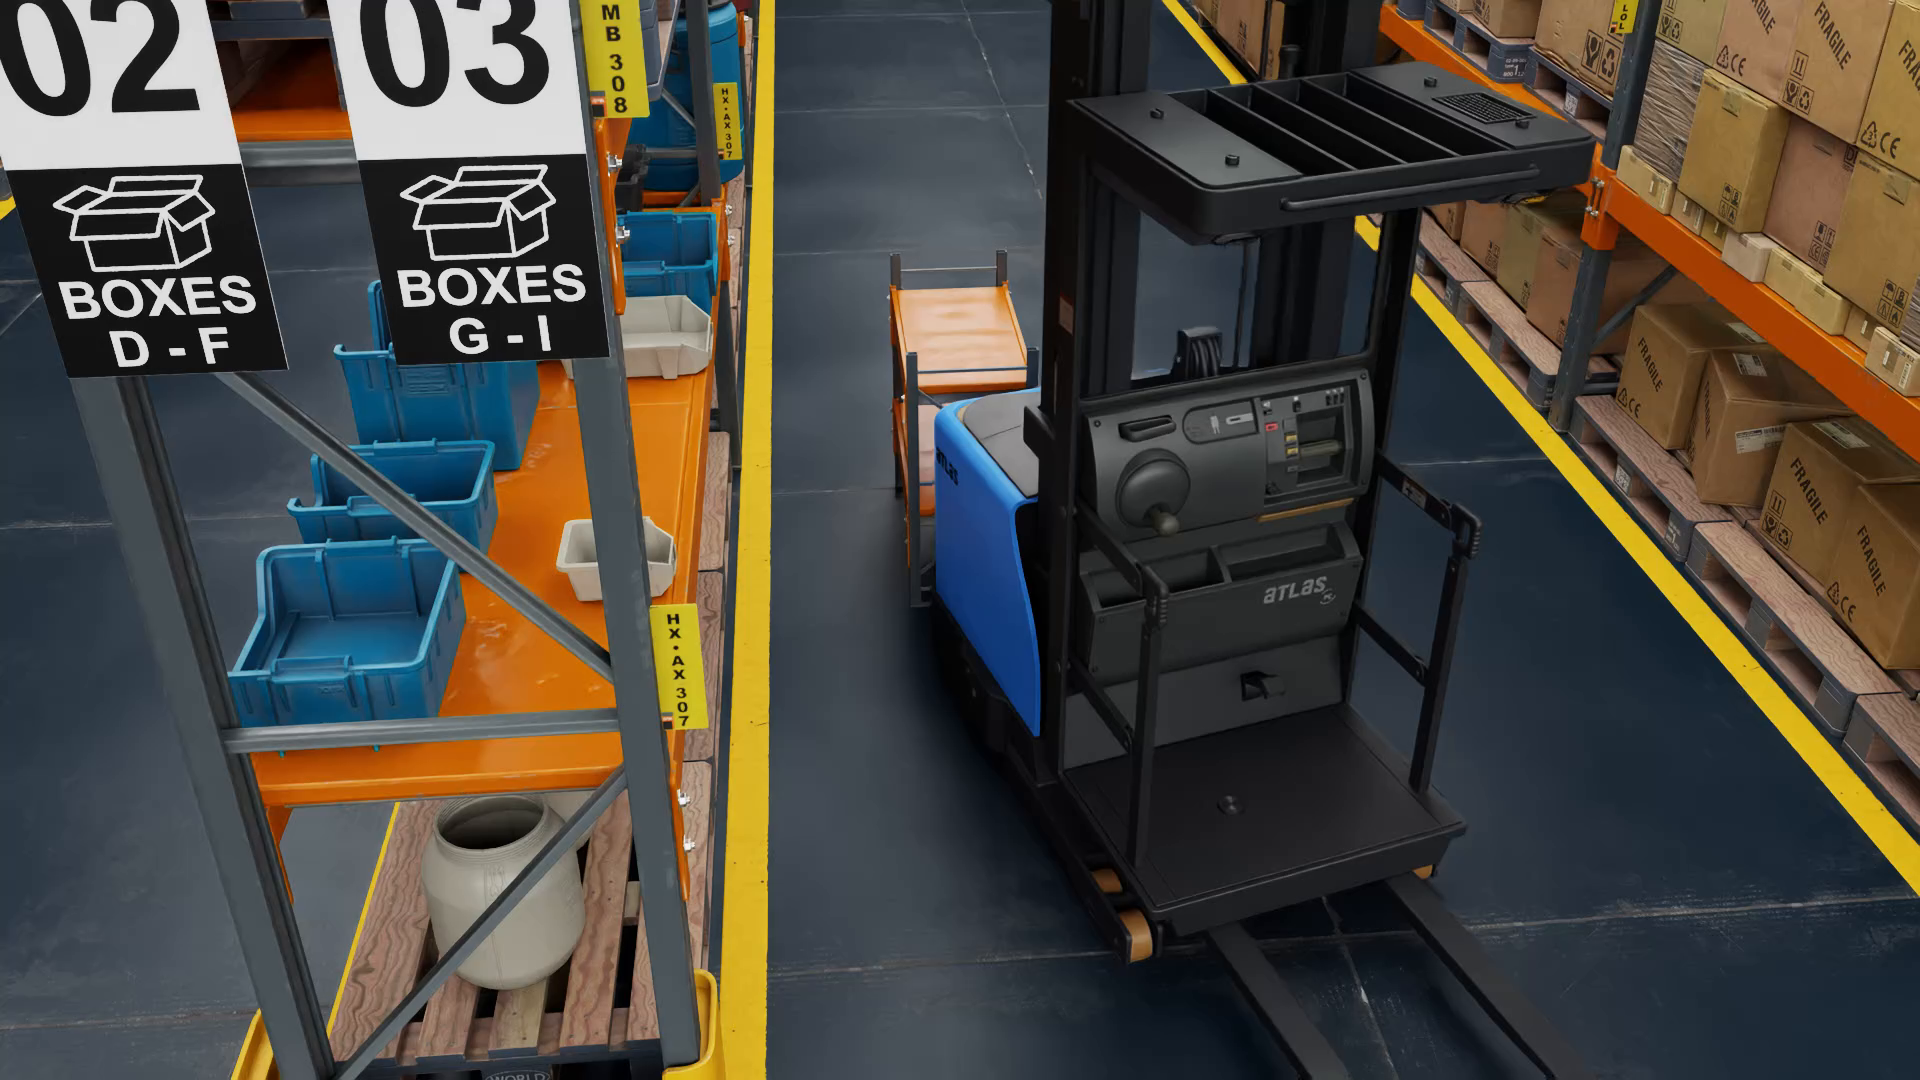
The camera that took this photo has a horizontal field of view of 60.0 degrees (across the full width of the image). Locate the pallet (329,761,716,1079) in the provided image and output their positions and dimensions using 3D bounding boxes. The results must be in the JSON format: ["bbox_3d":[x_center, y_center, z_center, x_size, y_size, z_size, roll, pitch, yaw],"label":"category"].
[{"bbox_3d":[-1.278,1.166,5.093,1.003,0.211,1.213,-3,31,-5],"label":"pallet"}]

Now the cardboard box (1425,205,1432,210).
[{"bbox_3d":[3.177,-2.394,10.341,0.700,0.500,0.500,-5,31,-9],"label":"cardboard box"}]

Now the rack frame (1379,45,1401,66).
[{"bbox_3d":[3.030,-3.902,10.857,1.000,3.000,0.127,-3,31,-5],"label":"rack frame"}]

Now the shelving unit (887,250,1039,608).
[{"bbox_3d":[-0.001,-0.486,6.967,0.538,1.125,1.048,-3,31,-5],"label":"shelving unit"}]

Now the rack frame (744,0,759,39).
[{"bbox_3d":[-2.275,-5.707,13.879,1.000,3.000,0.127,-3,31,-5],"label":"rack frame"}]

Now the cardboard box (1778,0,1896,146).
[{"bbox_3d":[3.287,-1.707,5.820,0.500,0.500,0.500,-3,31,-5],"label":"cardboard box"}]

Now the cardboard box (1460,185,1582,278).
[{"bbox_3d":[3.289,-1.820,9.380,0.700,0.500,0.500,-5,31,-9],"label":"cardboard box"}]

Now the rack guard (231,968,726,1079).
[{"bbox_3d":[-1.208,1.457,4.324,1.175,0.500,0.348,-3,31,-5],"label":"rack guard"}]

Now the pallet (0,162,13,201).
[{"bbox_3d":[-6.865,-2.615,11.422,1.003,0.211,1.213,-3,31,-5],"label":"pallet"}]

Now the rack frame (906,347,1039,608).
[{"bbox_3d":[0.047,-0.227,6.533,0.500,1.125,0.032,-3,31,-5],"label":"rack frame"}]

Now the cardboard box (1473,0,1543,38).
[{"bbox_3d":[3.150,-2.965,8.778,0.797,0.503,0.637,0,31,0],"label":"cardboard box"}]

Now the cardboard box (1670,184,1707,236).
[{"bbox_3d":[3.186,-1.373,6.868,0.380,0.149,0.250,-3,31,-5],"label":"cardboard box"}]

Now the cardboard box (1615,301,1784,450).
[{"bbox_3d":[3.401,-0.760,7.626,0.500,0.500,0.500,-4,31,-6],"label":"cardboard box"}]

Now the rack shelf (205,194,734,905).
[{"bbox_3d":[-1.341,-0.292,5.516,1.077,0.370,4.000,-3,31,-5],"label":"rack shelf"}]

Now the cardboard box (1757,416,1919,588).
[{"bbox_3d":[3.599,-0.155,6.613,0.500,0.500,0.500,-5,31,-9],"label":"cardboard box"}]

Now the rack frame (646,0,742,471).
[{"bbox_3d":[-1.527,-1.622,7.041,1.000,3.000,0.127,-3,31,-5],"label":"rack frame"}]

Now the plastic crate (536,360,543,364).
[{"bbox_3d":[-1.682,-0.825,5.912,0.450,0.188,0.662,-3,31,-5],"label":"plastic crate"}]

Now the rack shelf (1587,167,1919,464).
[{"bbox_3d":[3.591,-0.530,5.913,1.077,0.370,4.000,-3,31,-5],"label":"rack shelf"}]

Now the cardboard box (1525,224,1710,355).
[{"bbox_3d":[3.368,-1.290,8.493,0.700,0.500,0.500,-5,31,-8],"label":"cardboard box"}]

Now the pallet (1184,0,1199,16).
[{"bbox_3d":[2.663,-5.139,15.647,1.003,0.211,1.213,-3,31,-5],"label":"pallet"}]

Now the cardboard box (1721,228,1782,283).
[{"bbox_3d":[3.201,-1.116,6.438,0.380,0.149,0.250,-3,31,-5],"label":"cardboard box"}]

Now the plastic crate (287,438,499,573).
[{"bbox_3d":[-1.553,-0.089,4.619,0.499,0.251,0.408,-3,31,-5],"label":"plastic crate"}]

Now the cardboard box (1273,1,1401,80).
[{"bbox_3d":[2.986,-3.523,11.886,1.225,0.875,0.875,-4,31,-7],"label":"cardboard box"}]

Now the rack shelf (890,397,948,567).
[{"bbox_3d":[-0.001,-0.276,7.093,0.538,0.278,1.000,-3,31,-5],"label":"rack shelf"}]

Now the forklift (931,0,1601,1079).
[{"bbox_3d":[0.889,-0.209,4.741,1.130,2.935,3.031,-11,33,-18],"label":"forklift"}]

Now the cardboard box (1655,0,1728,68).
[{"bbox_3d":[3.193,-2.217,6.675,0.500,0.500,0.500,-3,31,-5],"label":"cardboard box"}]

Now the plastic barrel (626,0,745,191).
[{"bbox_3d":[-1.262,-2.049,7.267,0.600,0.901,0.708,-3,31,-5],"label":"plastic barrel"}]

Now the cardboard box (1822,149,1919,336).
[{"bbox_3d":[3.549,-1.033,5.666,0.875,0.500,0.500,-3,31,-5],"label":"cardboard box"}]

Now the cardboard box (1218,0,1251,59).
[{"bbox_3d":[2.821,-4.430,13.404,1.225,0.875,0.875,-4,31,-6],"label":"cardboard box"}]

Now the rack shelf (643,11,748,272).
[{"bbox_3d":[-1.714,-2.334,8.935,1.077,0.370,4.000,-3,31,-5],"label":"rack shelf"}]

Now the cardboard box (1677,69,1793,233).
[{"bbox_3d":[3.396,-1.540,6.516,0.875,0.500,0.500,-3,31,-5],"label":"cardboard box"}]

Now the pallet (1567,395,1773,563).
[{"bbox_3d":[3.502,-0.321,7.582,1.003,0.211,1.213,-3,31,-5],"label":"pallet"}]

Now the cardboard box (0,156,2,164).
[{"bbox_3d":[-6.591,-2.791,11.006,0.500,0.500,0.500,-1,31,-2],"label":"cardboard box"}]

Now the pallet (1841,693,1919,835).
[{"bbox_3d":[3.730,0.925,5.496,1.003,0.211,1.213,-3,31,-5],"label":"pallet"}]

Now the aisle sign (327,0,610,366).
[{"bbox_3d":[-0.855,-0.673,2.917,0.394,0.787,0.004,-3,31,-5],"label":"aisle sign"}]

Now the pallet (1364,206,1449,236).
[{"bbox_3d":[3.102,-2.305,10.904,1.003,0.211,1.213,-3,31,-5],"label":"pallet"}]

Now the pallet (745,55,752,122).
[{"bbox_3d":[-2.127,-3.489,12.886,1.003,0.211,1.213,-3,31,-5],"label":"pallet"}]

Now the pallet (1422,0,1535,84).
[{"bbox_3d":[3.256,-2.811,9.217,1.003,0.211,1.213,-3,31,-5],"label":"pallet"}]

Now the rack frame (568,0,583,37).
[{"bbox_3d":[-1.154,-2.155,2.083,1.000,3.000,0.127,-3,31,-5],"label":"rack frame"}]

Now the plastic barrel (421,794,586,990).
[{"bbox_3d":[-1.291,0.975,4.708,0.421,0.512,0.421,0,31,0],"label":"plastic barrel"}]

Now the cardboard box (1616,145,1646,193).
[{"bbox_3d":[3.125,-1.627,7.294,0.380,0.149,0.250,-3,31,-5],"label":"cardboard box"}]

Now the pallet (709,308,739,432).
[{"bbox_3d":[-1.639,-0.824,8.424,1.003,0.211,1.213,-3,31,-5],"label":"pallet"}]

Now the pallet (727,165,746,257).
[{"bbox_3d":[-1.867,-2.070,10.509,1.003,0.211,1.213,-3,31,-5],"label":"pallet"}]

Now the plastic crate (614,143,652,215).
[{"bbox_3d":[-1.605,-1.322,6.599,0.767,0.338,0.504,-3,31,-5],"label":"plastic crate"}]

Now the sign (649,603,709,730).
[{"bbox_3d":[-0.606,0.277,3.591,0.100,0.325,0.005,-3,31,-5],"label":"sign"}]

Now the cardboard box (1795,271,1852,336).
[{"bbox_3d":[3.278,-0.862,6.013,0.380,0.149,0.250,-3,31,-5],"label":"cardboard box"}]

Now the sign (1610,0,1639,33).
[{"bbox_3d":[2.852,-2.328,7.093,0.100,0.325,0.005,-3,31,-5],"label":"sign"}]

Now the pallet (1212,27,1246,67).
[{"bbox_3d":[2.804,-4.356,14.338,1.003,0.211,1.213,-3,31,-5],"label":"pallet"}]

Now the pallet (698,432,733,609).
[{"bbox_3d":[-1.506,-0.080,7.178,1.003,0.211,1.213,-3,31,-5],"label":"pallet"}]

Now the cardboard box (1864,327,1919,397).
[{"bbox_3d":[3.301,-0.606,5.584,0.380,0.149,0.250,-3,31,-5],"label":"cardboard box"}]

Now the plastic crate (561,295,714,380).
[{"bbox_3d":[-1.123,-0.692,5.741,0.530,0.136,0.437,-3,31,-5],"label":"plastic crate"}]
